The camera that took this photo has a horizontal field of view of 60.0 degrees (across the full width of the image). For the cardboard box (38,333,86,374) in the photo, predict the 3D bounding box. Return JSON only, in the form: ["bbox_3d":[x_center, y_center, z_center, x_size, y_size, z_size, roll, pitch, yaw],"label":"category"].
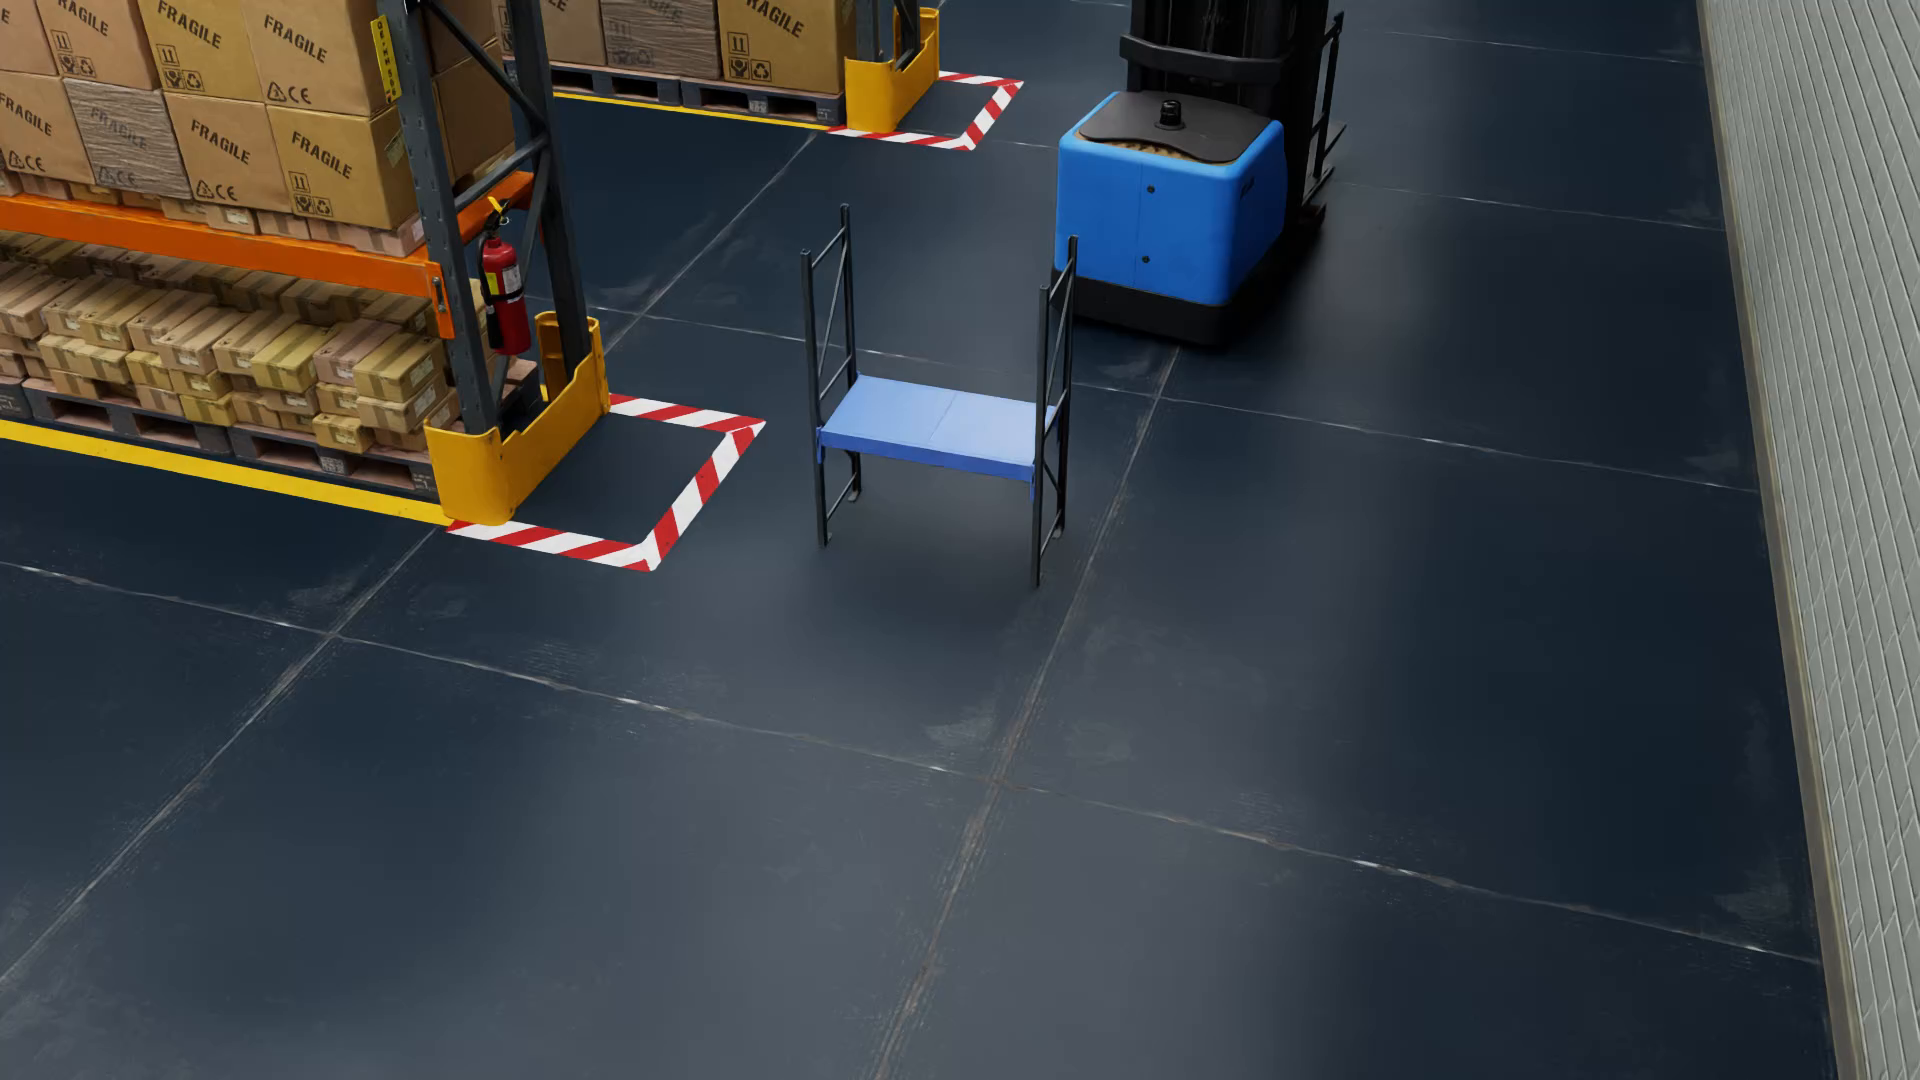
[{"bbox_3d":[-4.395,-1.004,8.384,0.250,0.149,0.380,10,38,14],"label":"cardboard box"}]

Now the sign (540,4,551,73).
[{"bbox_3d":[-1.912,-2.266,7.568,0.005,0.325,0.100,10,38,14],"label":"sign"}]

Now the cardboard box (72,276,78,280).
[{"bbox_3d":[-4.763,-1.404,8.927,0.250,0.149,0.380,11,38,14],"label":"cardboard box"}]

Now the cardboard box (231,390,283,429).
[{"bbox_3d":[-3.380,-0.726,8.256,0.250,0.149,0.380,11,38,14],"label":"cardboard box"}]

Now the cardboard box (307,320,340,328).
[{"bbox_3d":[-3.214,-1.169,8.607,0.250,0.149,0.380,12,38,15],"label":"cardboard box"}]

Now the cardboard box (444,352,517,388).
[{"bbox_3d":[-2.478,-0.905,8.499,0.250,0.149,0.380,11,38,15],"label":"cardboard box"}]

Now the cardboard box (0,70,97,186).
[{"bbox_3d":[-4.029,-1.976,7.569,0.500,0.500,0.500,12,38,16],"label":"cardboard box"}]

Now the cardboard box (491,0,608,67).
[{"bbox_3d":[-2.851,-4.098,12.225,0.875,0.875,0.875,10,38,14],"label":"cardboard box"}]

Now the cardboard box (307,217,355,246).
[{"bbox_3d":[-2.695,-1.472,7.431,0.250,0.149,0.380,10,38,14],"label":"cardboard box"}]

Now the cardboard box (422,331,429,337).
[{"bbox_3d":[-2.742,-1.069,8.472,0.250,0.149,0.380,10,38,14],"label":"cardboard box"}]

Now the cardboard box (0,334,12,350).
[{"bbox_3d":[-4.872,-1.147,8.577,0.250,0.149,0.380,9,37,12],"label":"cardboard box"}]

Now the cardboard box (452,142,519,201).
[{"bbox_3d":[-2.285,-1.752,7.811,0.250,0.149,0.380,10,38,14],"label":"cardboard box"}]

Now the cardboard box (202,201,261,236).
[{"bbox_3d":[-3.189,-1.539,7.523,0.250,0.149,0.380,11,38,15],"label":"cardboard box"}]

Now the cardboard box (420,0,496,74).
[{"bbox_3d":[-2.423,-2.402,7.305,0.500,0.500,0.500,10,38,14],"label":"cardboard box"}]

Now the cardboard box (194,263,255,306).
[{"bbox_3d":[-3.734,-1.377,8.639,0.250,0.149,0.380,11,38,15],"label":"cardboard box"}]

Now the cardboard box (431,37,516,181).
[{"bbox_3d":[-2.420,-2.006,7.609,0.500,0.500,0.500,12,38,16],"label":"cardboard box"}]

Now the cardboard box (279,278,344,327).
[{"bbox_3d":[-3.235,-1.250,8.467,0.250,0.149,0.380,9,37,12],"label":"cardboard box"}]

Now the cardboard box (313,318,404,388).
[{"bbox_3d":[-2.877,-0.898,7.988,0.250,0.149,0.380,11,38,15],"label":"cardboard box"}]

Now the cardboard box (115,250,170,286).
[{"bbox_3d":[-4.207,-1.473,8.770,0.250,0.149,0.380,9,37,12],"label":"cardboard box"}]

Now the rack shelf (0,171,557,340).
[{"bbox_3d":[-3.982,-1.674,8.101,4.000,0.370,1.077,10,38,14],"label":"rack shelf"}]

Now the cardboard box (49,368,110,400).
[{"bbox_3d":[-4.389,-0.885,8.473,0.250,0.149,0.380,10,37,13],"label":"cardboard box"}]

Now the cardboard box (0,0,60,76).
[{"bbox_3d":[-4.073,-2.381,7.276,0.500,0.500,0.500,9,37,12],"label":"cardboard box"}]

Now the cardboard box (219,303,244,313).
[{"bbox_3d":[-3.767,-1.187,8.632,0.250,0.149,0.380,12,38,16],"label":"cardboard box"}]

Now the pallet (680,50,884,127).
[{"bbox_3d":[-1.285,-3.372,12.154,1.213,0.211,1.003,10,38,14],"label":"pallet"}]

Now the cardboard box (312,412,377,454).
[{"bbox_3d":[-2.914,-0.594,8.078,0.250,0.149,0.380,12,38,15],"label":"cardboard box"}]

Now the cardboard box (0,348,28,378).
[{"bbox_3d":[-4.876,-1.014,8.648,0.250,0.149,0.380,10,37,13],"label":"cardboard box"}]

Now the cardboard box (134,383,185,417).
[{"bbox_3d":[-3.897,-0.795,8.351,0.250,0.149,0.380,11,38,15],"label":"cardboard box"}]

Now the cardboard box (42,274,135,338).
[{"bbox_3d":[-4.364,-1.175,8.364,0.250,0.149,0.380,9,37,12],"label":"cardboard box"}]

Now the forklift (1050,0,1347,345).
[{"bbox_3d":[1.623,-3.105,9.497,1.130,2.935,3.031,17,39,21],"label":"forklift"}]

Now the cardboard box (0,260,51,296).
[{"bbox_3d":[-4.867,-1.267,8.490,0.250,0.149,0.380,10,37,13],"label":"cardboard box"}]

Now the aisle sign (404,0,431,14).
[{"bbox_3d":[-2.093,-2.474,6.388,0.004,0.787,0.394,10,38,14],"label":"aisle sign"}]

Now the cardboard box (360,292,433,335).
[{"bbox_3d":[-2.771,-1.136,8.312,0.250,0.149,0.380,11,38,15],"label":"cardboard box"}]

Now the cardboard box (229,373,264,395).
[{"bbox_3d":[-3.385,-0.879,8.214,0.250,0.149,0.380,10,38,13],"label":"cardboard box"}]

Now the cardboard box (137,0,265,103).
[{"bbox_3d":[-3.068,-2.202,7.033,0.500,0.500,0.500,9,37,12],"label":"cardboard box"}]

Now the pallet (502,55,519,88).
[{"bbox_3d":[-3.614,-3.804,12.740,1.213,0.211,1.003,10,38,14],"label":"pallet"}]

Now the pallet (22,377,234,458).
[{"bbox_3d":[-4.072,-0.881,8.769,1.213,0.211,1.003,10,38,14],"label":"pallet"}]

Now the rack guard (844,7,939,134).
[{"bbox_3d":[-0.475,-3.388,11.931,0.348,0.500,1.175,10,38,14],"label":"rack guard"}]

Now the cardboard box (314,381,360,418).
[{"bbox_3d":[-2.896,-0.759,8.051,0.250,0.149,0.380,10,37,13],"label":"cardboard box"}]

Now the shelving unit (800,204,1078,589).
[{"bbox_3d":[-0.081,-0.619,7.326,1.048,1.500,0.538,10,38,14],"label":"shelving unit"}]

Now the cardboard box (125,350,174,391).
[{"bbox_3d":[-3.896,-0.913,8.260,0.250,0.149,0.380,12,38,16],"label":"cardboard box"}]

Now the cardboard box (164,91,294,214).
[{"bbox_3d":[-3.069,-1.798,7.327,0.500,0.500,0.500,10,37,13],"label":"cardboard box"}]

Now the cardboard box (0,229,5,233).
[{"bbox_3d":[-5.219,-1.639,8.996,0.250,0.149,0.380,11,38,14],"label":"cardboard box"}]

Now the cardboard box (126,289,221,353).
[{"bbox_3d":[-3.882,-1.079,8.234,0.250,0.149,0.380,9,37,12],"label":"cardboard box"}]

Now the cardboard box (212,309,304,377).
[{"bbox_3d":[-3.390,-0.953,8.063,0.250,0.149,0.380,9,37,12],"label":"cardboard box"}]

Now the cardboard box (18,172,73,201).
[{"bbox_3d":[-4.177,-1.754,7.815,0.250,0.149,0.380,12,38,16],"label":"cardboard box"}]

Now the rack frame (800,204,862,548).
[{"bbox_3d":[-0.567,-0.709,7.448,0.032,1.500,0.500,10,38,14],"label":"rack frame"}]

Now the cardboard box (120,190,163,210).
[{"bbox_3d":[-3.672,-1.684,7.720,0.250,0.149,0.380,9,37,12],"label":"cardboard box"}]

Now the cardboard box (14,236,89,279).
[{"bbox_3d":[-4.754,-1.509,8.819,0.250,0.149,0.380,12,38,15],"label":"cardboard box"}]

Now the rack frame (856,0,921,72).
[{"bbox_3d":[-0.498,-4.399,11.196,0.127,3.000,1.000,10,38,14],"label":"rack frame"}]

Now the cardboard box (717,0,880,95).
[{"bbox_3d":[-1.133,-3.780,11.793,0.875,0.875,0.875,10,38,14],"label":"cardboard box"}]
